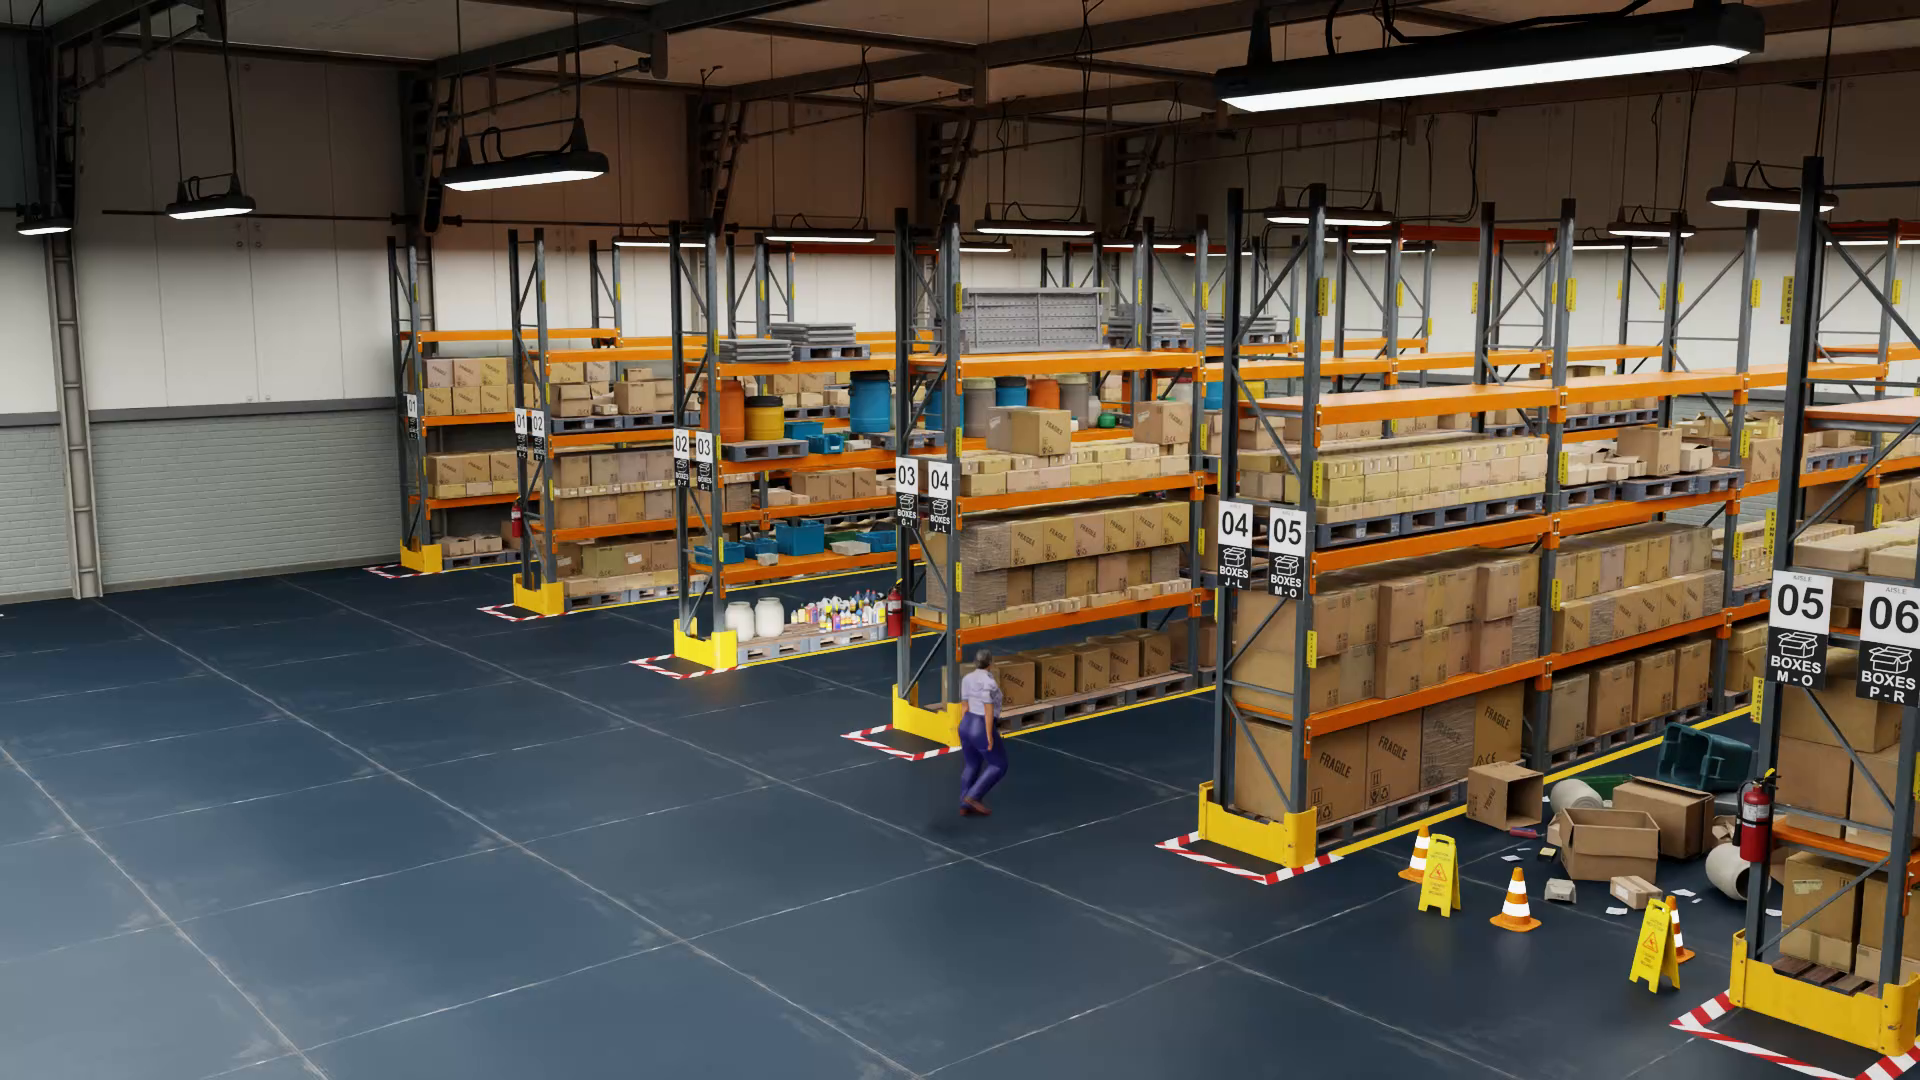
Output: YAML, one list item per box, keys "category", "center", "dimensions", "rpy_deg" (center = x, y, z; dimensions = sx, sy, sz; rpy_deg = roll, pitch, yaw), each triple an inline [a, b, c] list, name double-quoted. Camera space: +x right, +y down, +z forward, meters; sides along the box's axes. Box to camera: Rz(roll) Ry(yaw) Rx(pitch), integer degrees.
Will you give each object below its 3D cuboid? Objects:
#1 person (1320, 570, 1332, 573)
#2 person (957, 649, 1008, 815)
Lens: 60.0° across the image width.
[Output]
- category: "person"
  center: [4.509, 1.162, 20.718]
  dimensions: [0.966, 1.637, 0.512]
  rpy_deg: [-8, 12, -44]
- category: "person"
  center: [0.182, 1.887, 16.197]
  dimensions: [0.462, 1.622, 0.528]
  rpy_deg: [-5, 10, -31]
